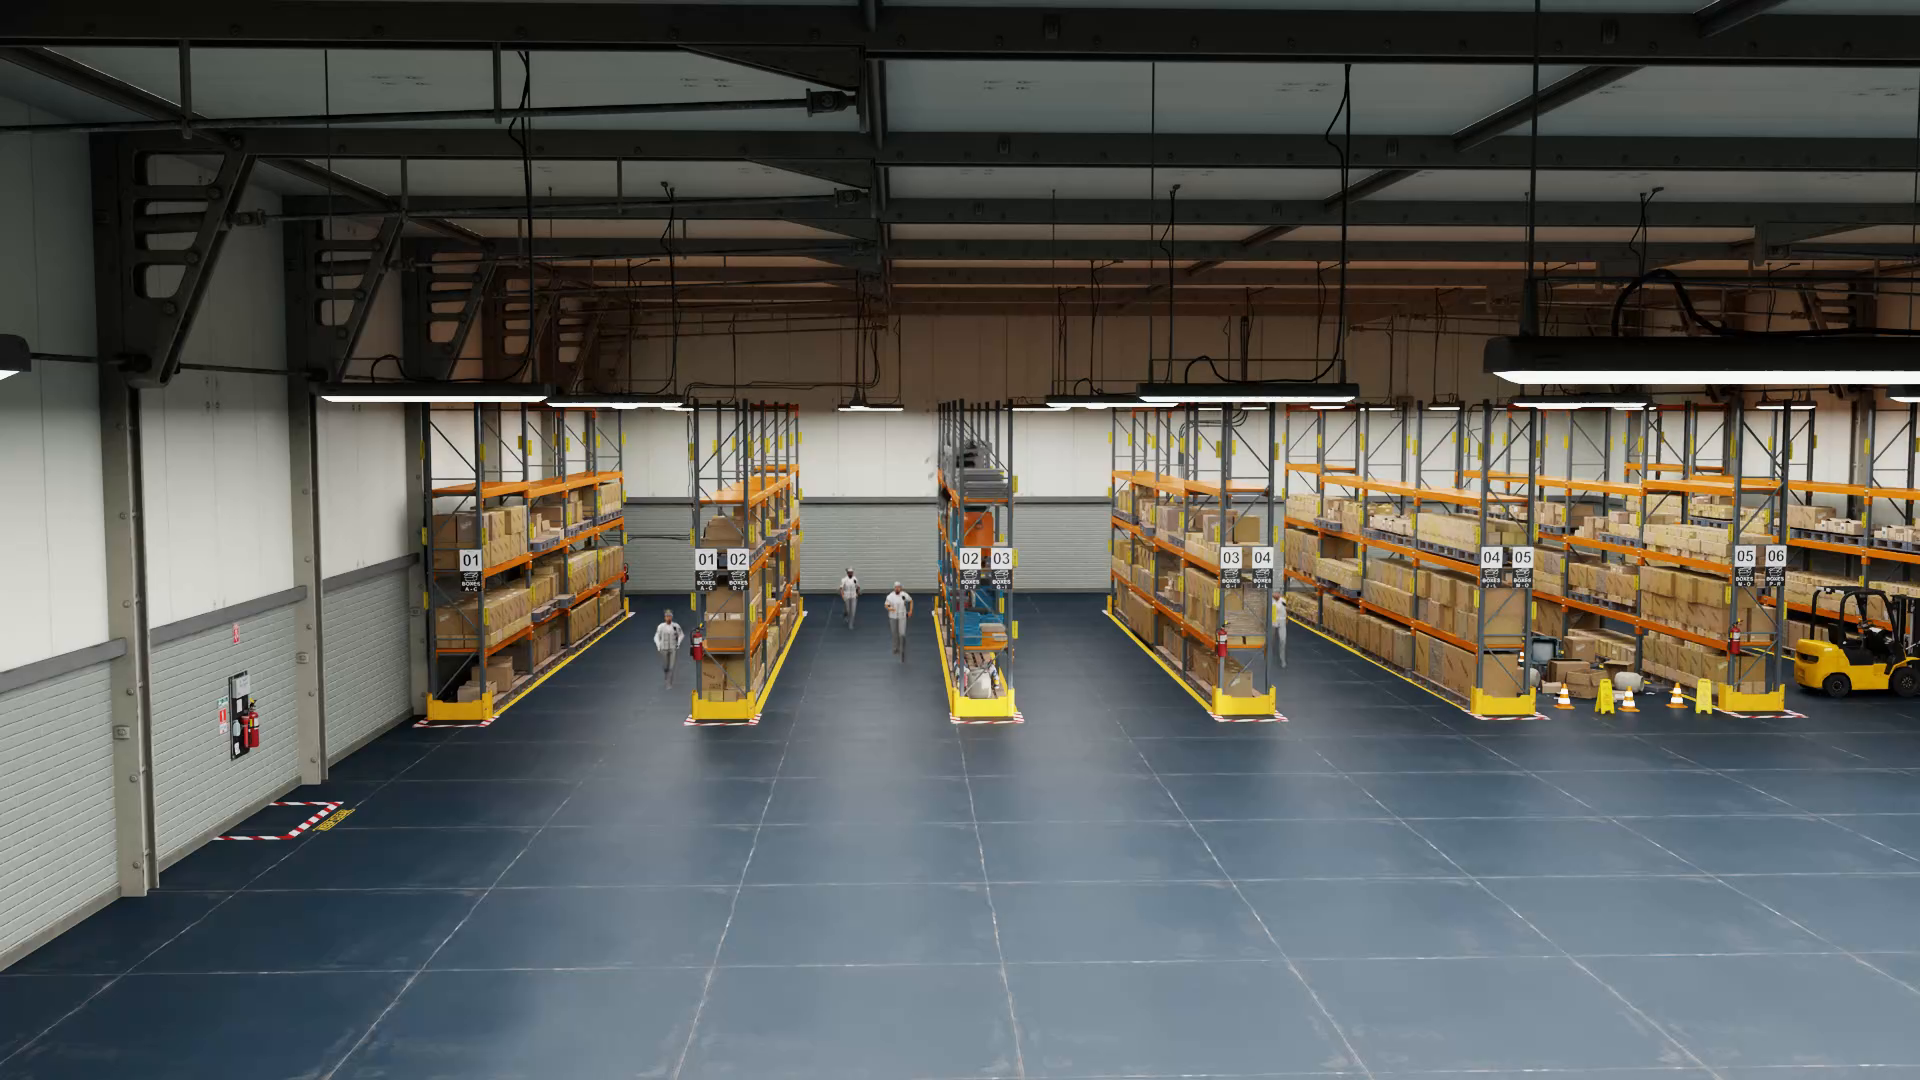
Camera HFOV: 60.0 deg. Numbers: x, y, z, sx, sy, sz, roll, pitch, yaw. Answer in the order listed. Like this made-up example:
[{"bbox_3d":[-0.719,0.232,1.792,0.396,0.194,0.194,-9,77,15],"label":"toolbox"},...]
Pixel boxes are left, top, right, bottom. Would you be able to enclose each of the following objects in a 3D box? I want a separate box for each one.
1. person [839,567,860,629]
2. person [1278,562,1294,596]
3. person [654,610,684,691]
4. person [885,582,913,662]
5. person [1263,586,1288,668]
[{"bbox_3d":[-2.932,1.538,44.389,0.578,1.666,0.595,-1,4,-13],"label":"person"},{"bbox_3d":[9.613,1.180,48.780,0.865,1.683,0.686,-1,4,-15],"label":"person"},{"bbox_3d":[-6.059,2.273,34.694,0.617,1.671,0.661,-1,4,-9],"label":"person"},{"bbox_3d":[-1.376,1.823,37.225,0.617,1.797,0.698,0,4,1],"label":"person"},{"bbox_3d":[7.175,1.946,37.861,0.681,1.815,0.908,-1,4,-11],"label":"person"}]
